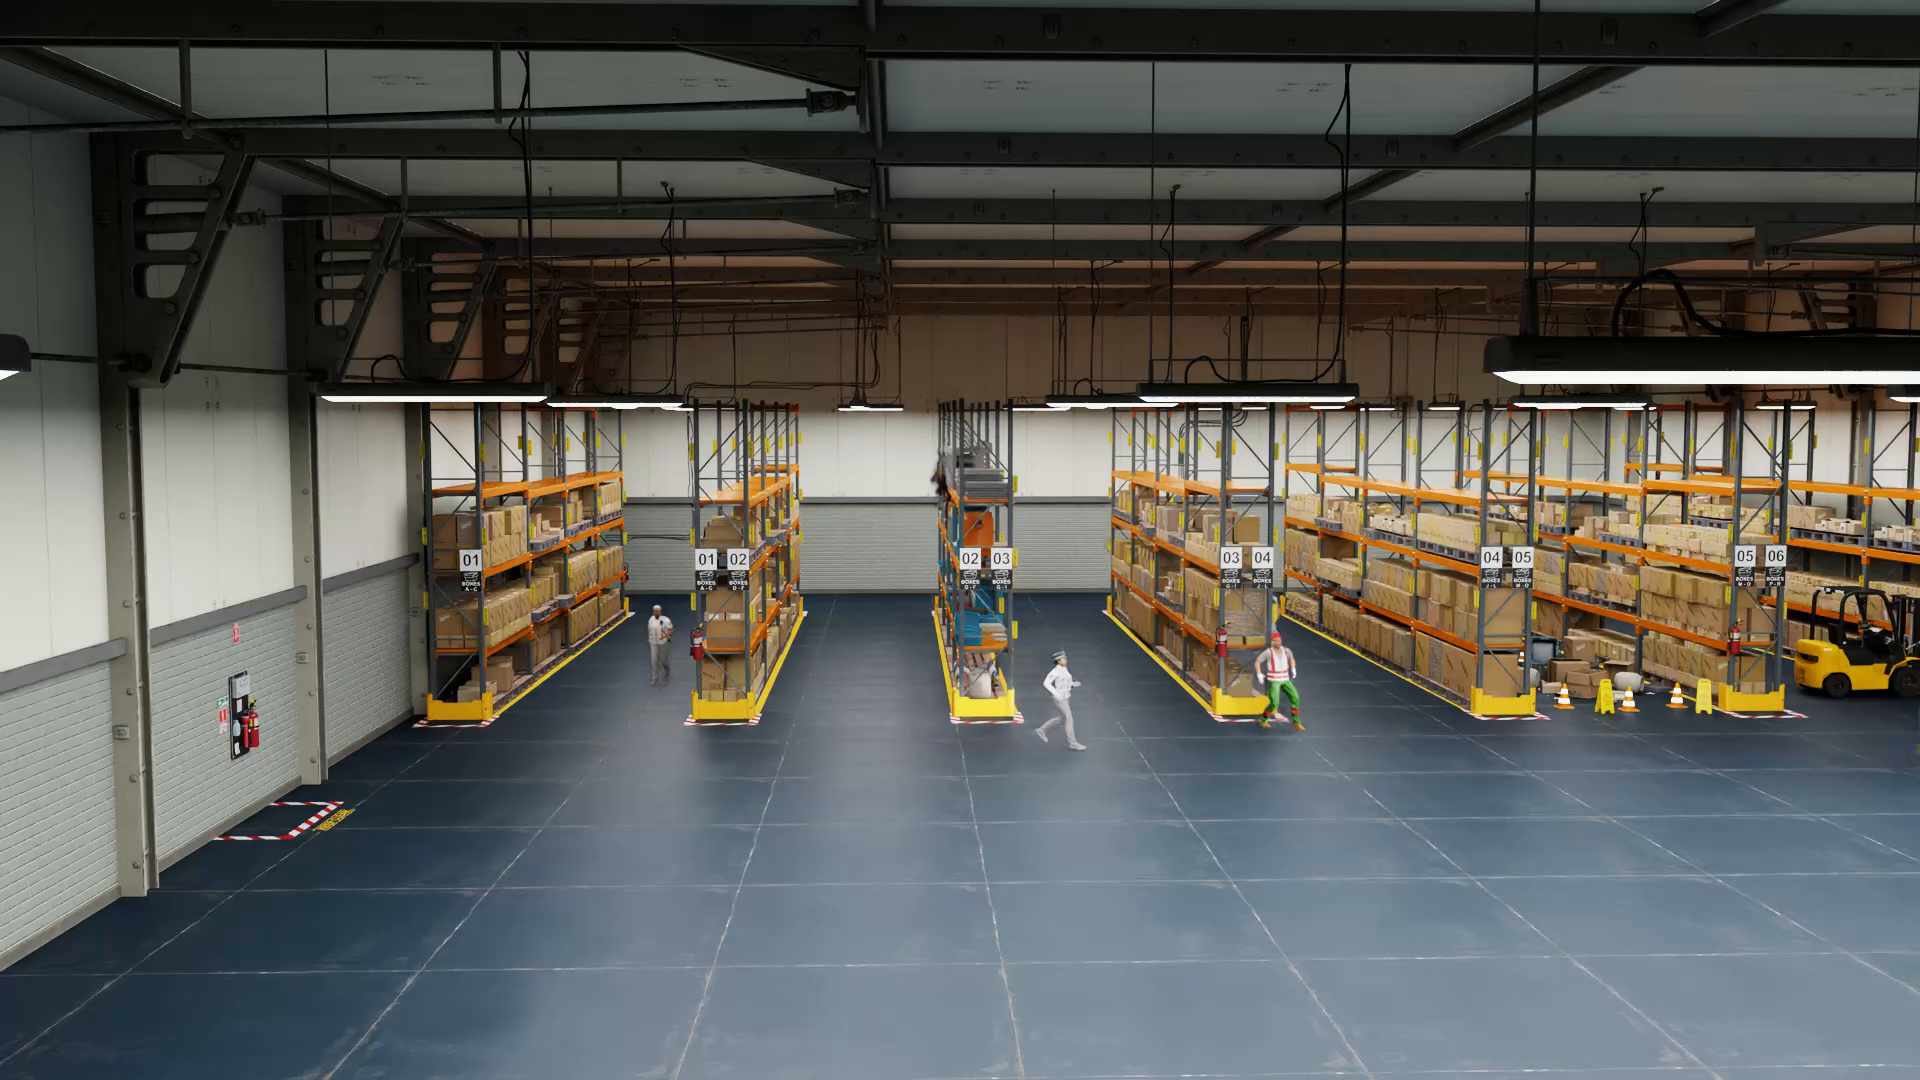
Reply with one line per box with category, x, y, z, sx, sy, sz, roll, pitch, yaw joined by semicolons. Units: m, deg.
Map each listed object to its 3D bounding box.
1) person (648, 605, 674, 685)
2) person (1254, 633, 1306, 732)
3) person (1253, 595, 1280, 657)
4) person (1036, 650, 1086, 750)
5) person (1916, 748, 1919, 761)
person;-6.347;2.200;35.215;0.599;1.663;0.837;0;4;6
person;5.776;2.572;30.058;0.821;1.783;0.652;-2;5;-24
person;7.088;1.926;38.519;0.671;1.841;0.926;0;4;-3
person;1.722;2.711;28.366;0.908;1.673;0.618;2;5;20
person;15.545;2.878;26.207;0.726;1.741;0.780;-4;6;-40
